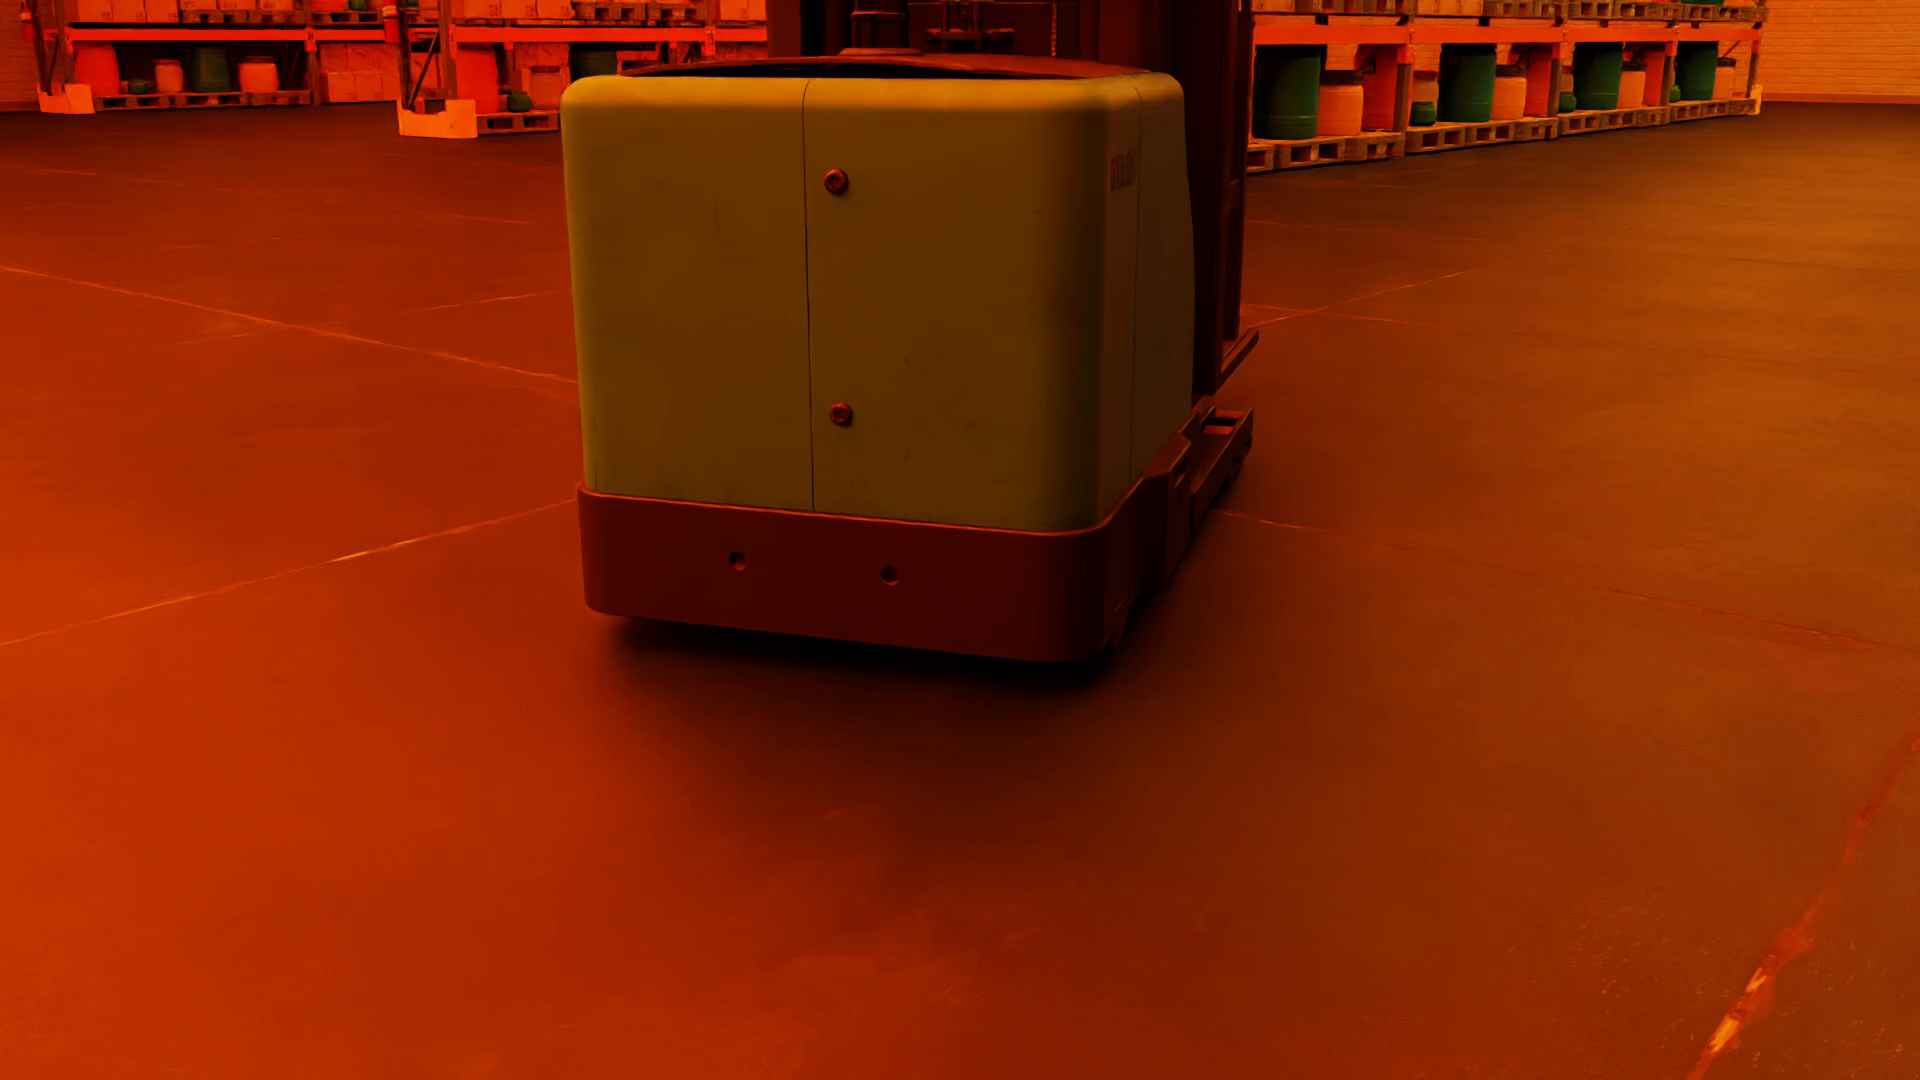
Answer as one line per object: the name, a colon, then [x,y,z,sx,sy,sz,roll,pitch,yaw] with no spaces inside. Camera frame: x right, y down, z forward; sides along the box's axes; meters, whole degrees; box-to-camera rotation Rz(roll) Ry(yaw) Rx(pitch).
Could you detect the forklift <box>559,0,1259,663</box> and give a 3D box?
forklift: [0.182,-1.571,4.072,1.130,2.935,3.031,5,18,17]
